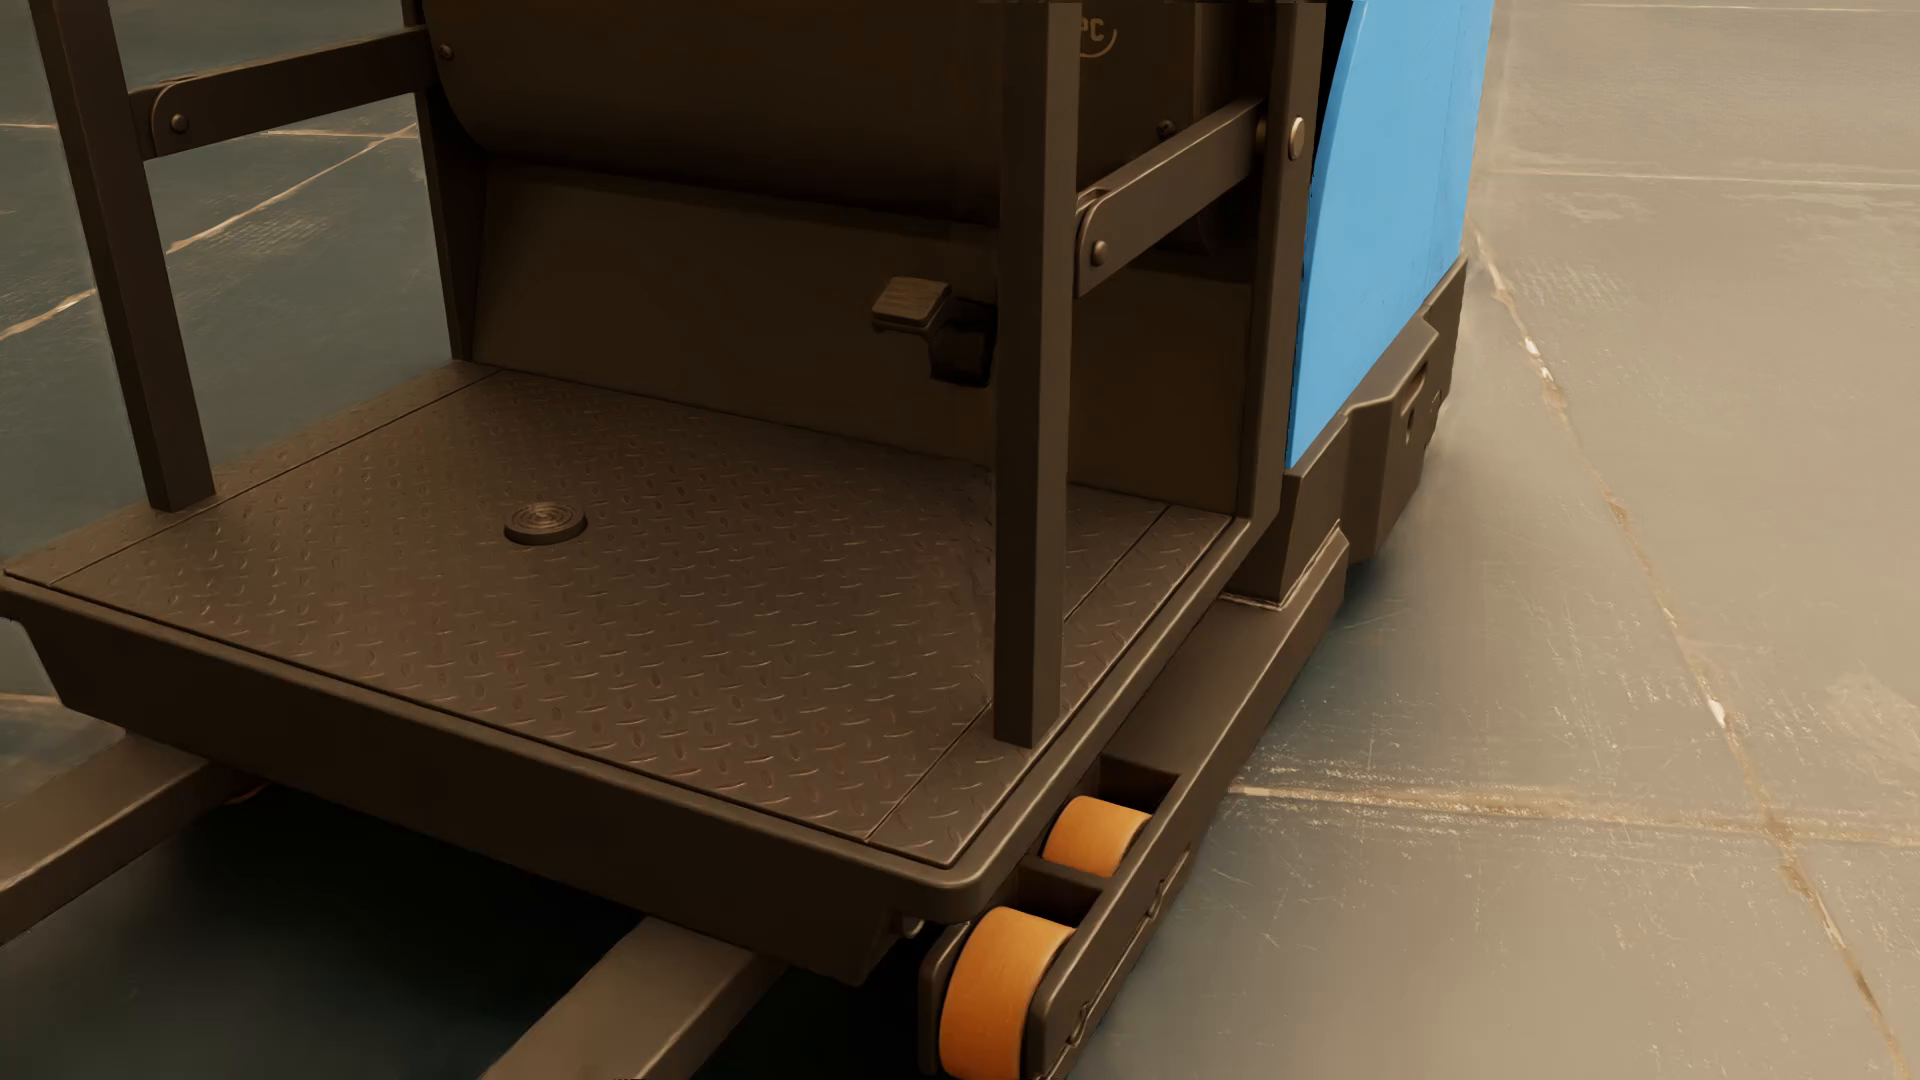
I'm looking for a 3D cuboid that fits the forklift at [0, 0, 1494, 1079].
[{"bbox_3d":[-0.269,-1.037,1.295,1.130,2.935,3.031,13,29,24],"label":"forklift"}]
